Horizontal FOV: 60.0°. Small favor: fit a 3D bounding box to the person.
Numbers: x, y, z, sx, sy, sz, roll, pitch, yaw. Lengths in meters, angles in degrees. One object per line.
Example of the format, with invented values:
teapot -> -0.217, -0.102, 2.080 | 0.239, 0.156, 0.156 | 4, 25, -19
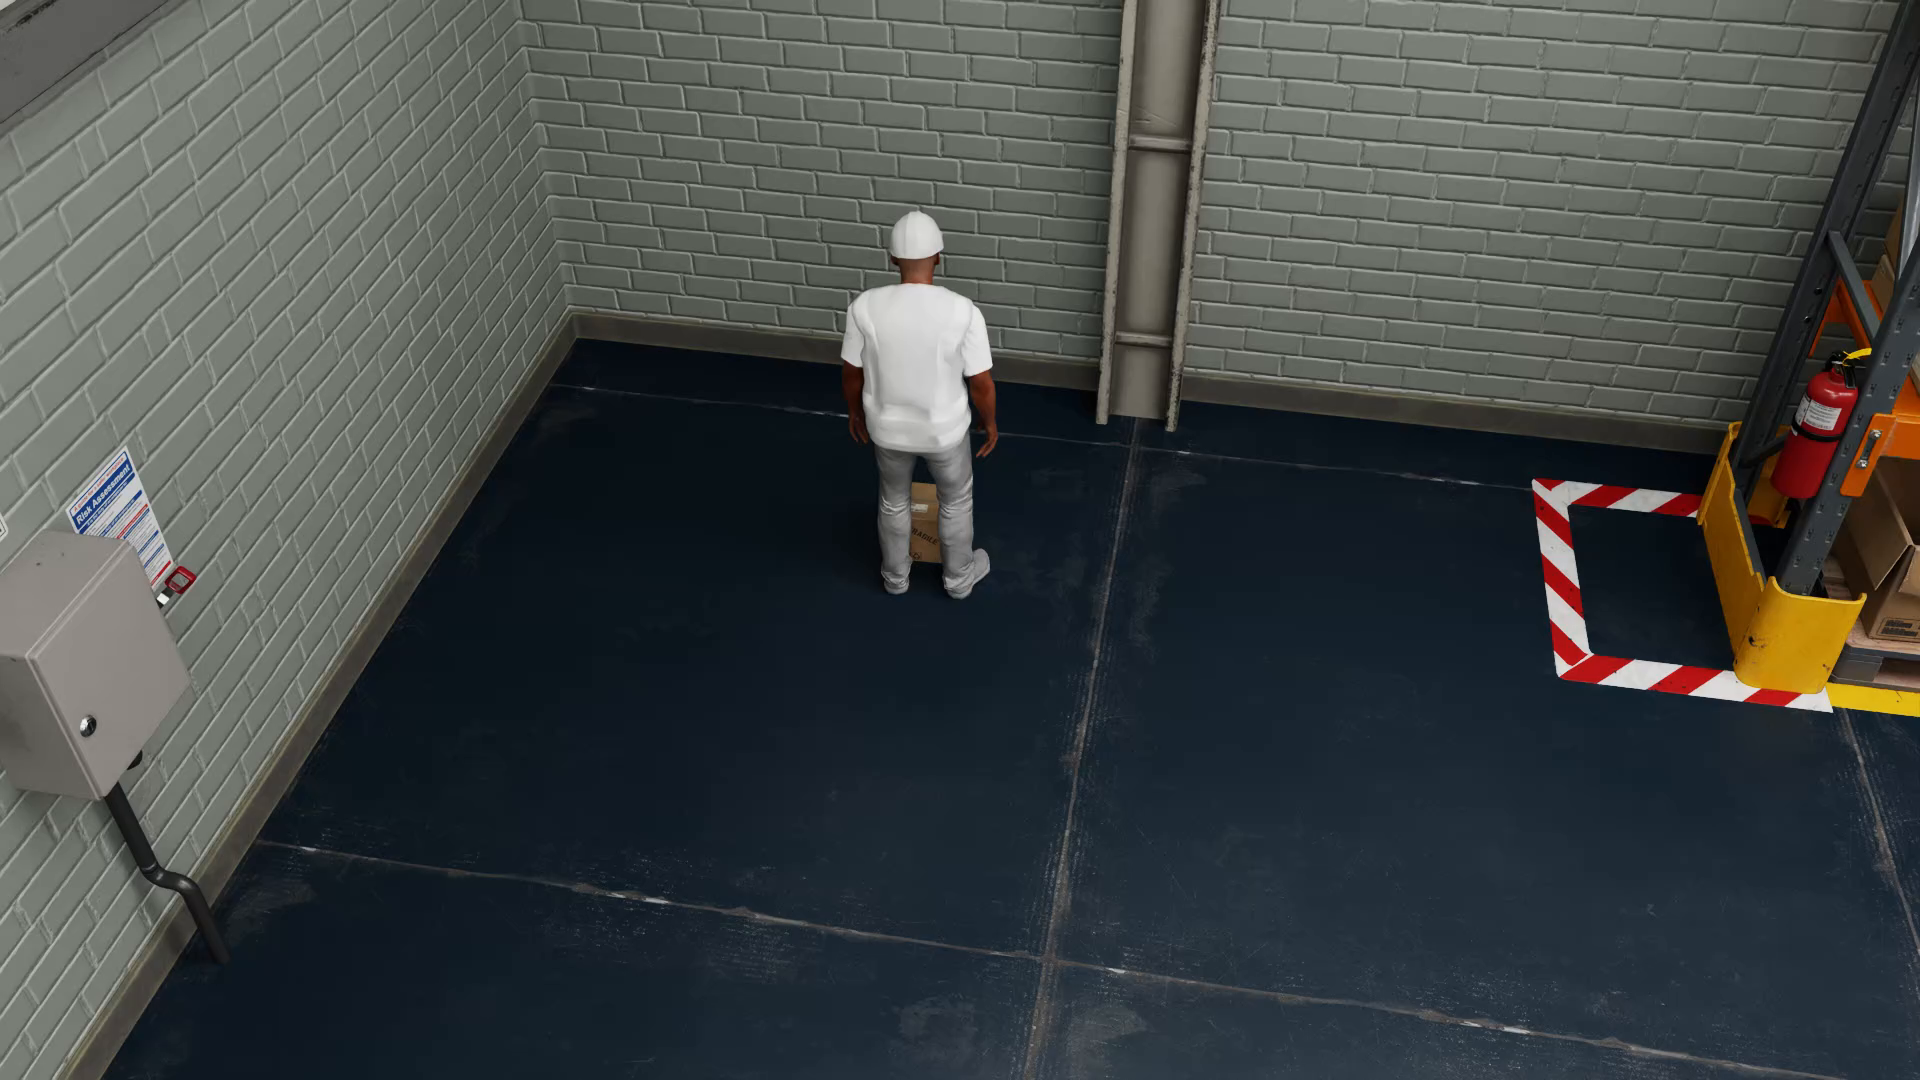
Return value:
person -> -0.156, -0.501, 6.734 | 0.625, 1.760, 0.461 | 6, 41, 7
